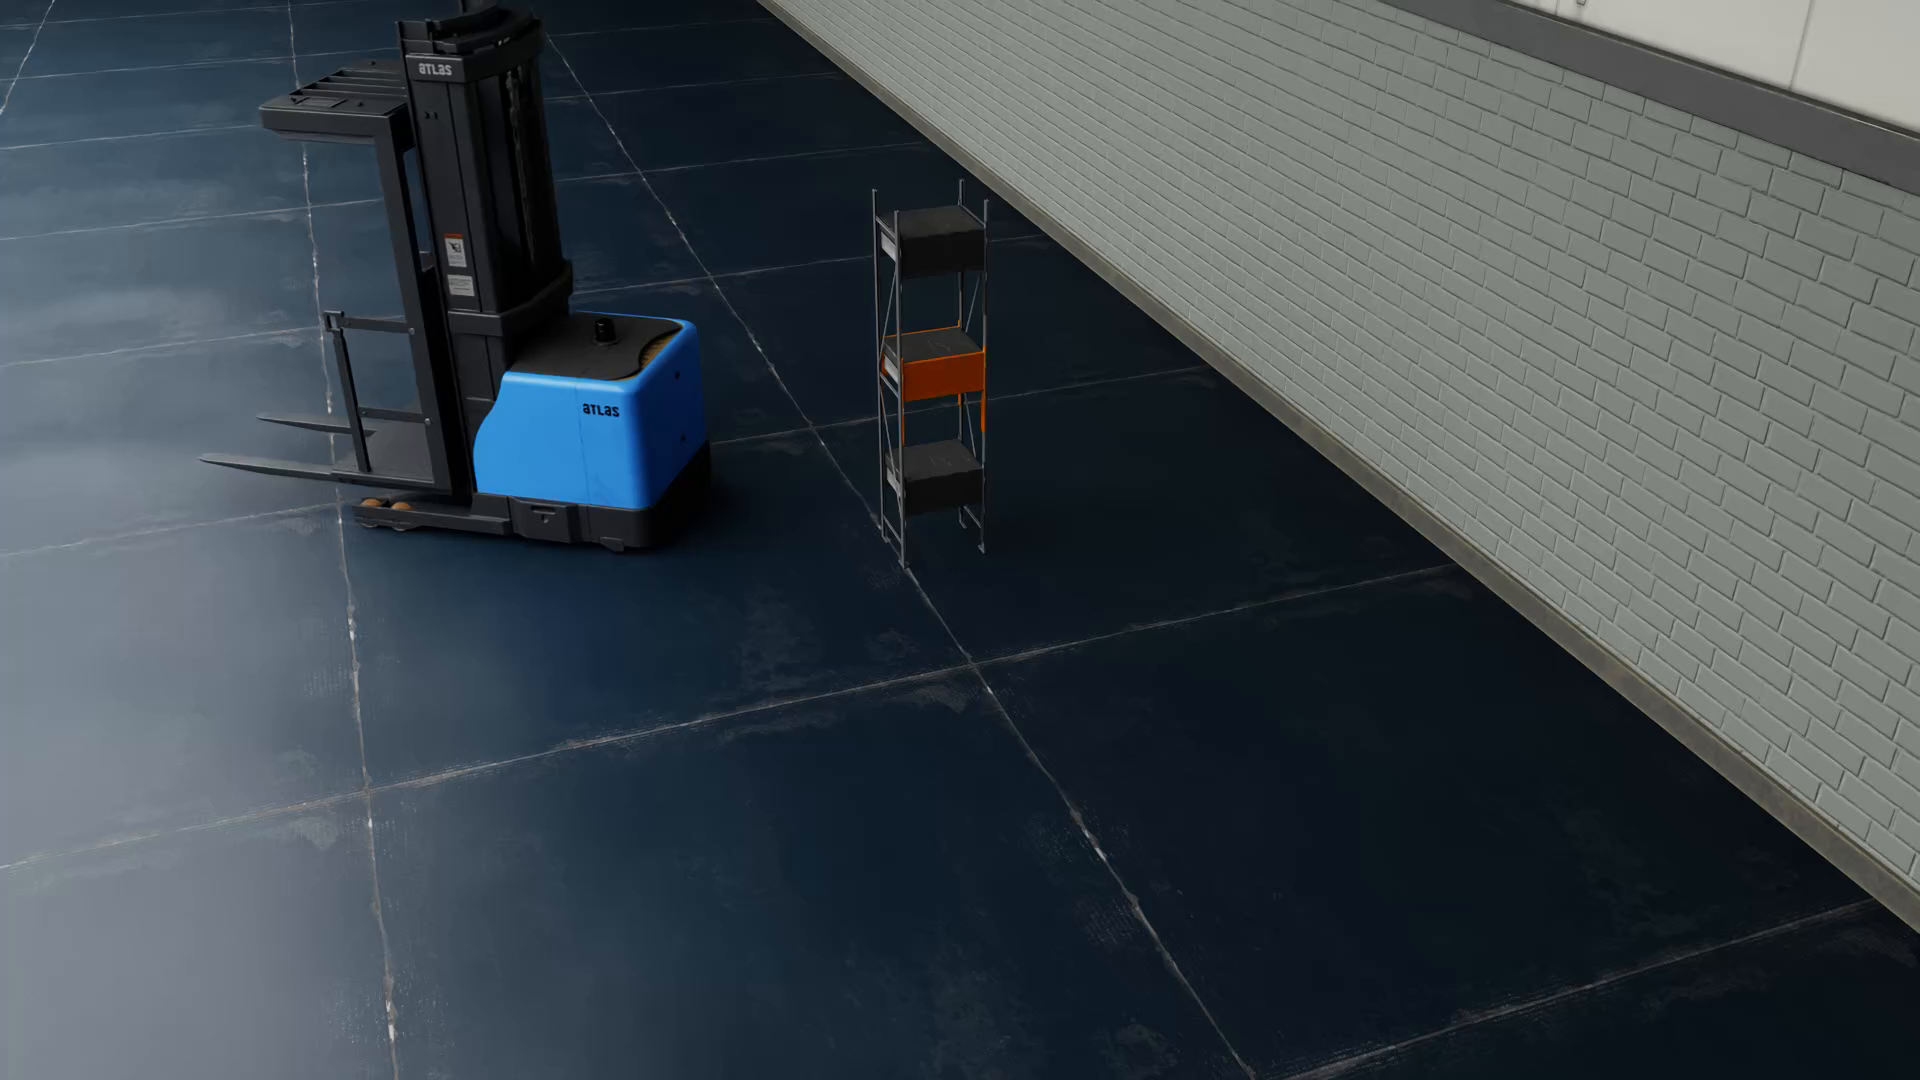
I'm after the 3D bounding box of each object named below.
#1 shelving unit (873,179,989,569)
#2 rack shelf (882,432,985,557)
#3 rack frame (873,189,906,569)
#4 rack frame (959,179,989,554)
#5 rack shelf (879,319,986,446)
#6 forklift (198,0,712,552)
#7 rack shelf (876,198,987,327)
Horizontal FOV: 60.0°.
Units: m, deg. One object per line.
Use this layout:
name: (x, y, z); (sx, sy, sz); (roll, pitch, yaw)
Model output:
shelving unit: (-0.155, -0.884, 9.180); (0.503, 2.100, 0.431); (-10, 31, -18)
rack shelf: (-0.155, -0.264, 9.533); (0.480, 0.518, 0.431); (-10, 31, -18)
rack frame: (-0.384, -0.842, 9.106); (0.015, 2.100, 0.400); (-10, 31, -18)
rack frame: (0.074, -0.926, 9.254); (0.015, 2.100, 0.400); (-10, 31, -18)
rack shelf: (-0.155, -0.872, 9.187); (0.480, 0.518, 0.431); (-10, 31, -18)
forklift: (-3.114, -1.574, 9.551); (3.031, 2.935, 1.130); (6, 30, 11)
rack shelf: (-0.155, -1.480, 8.840); (0.480, 0.518, 0.431); (-10, 31, -18)
